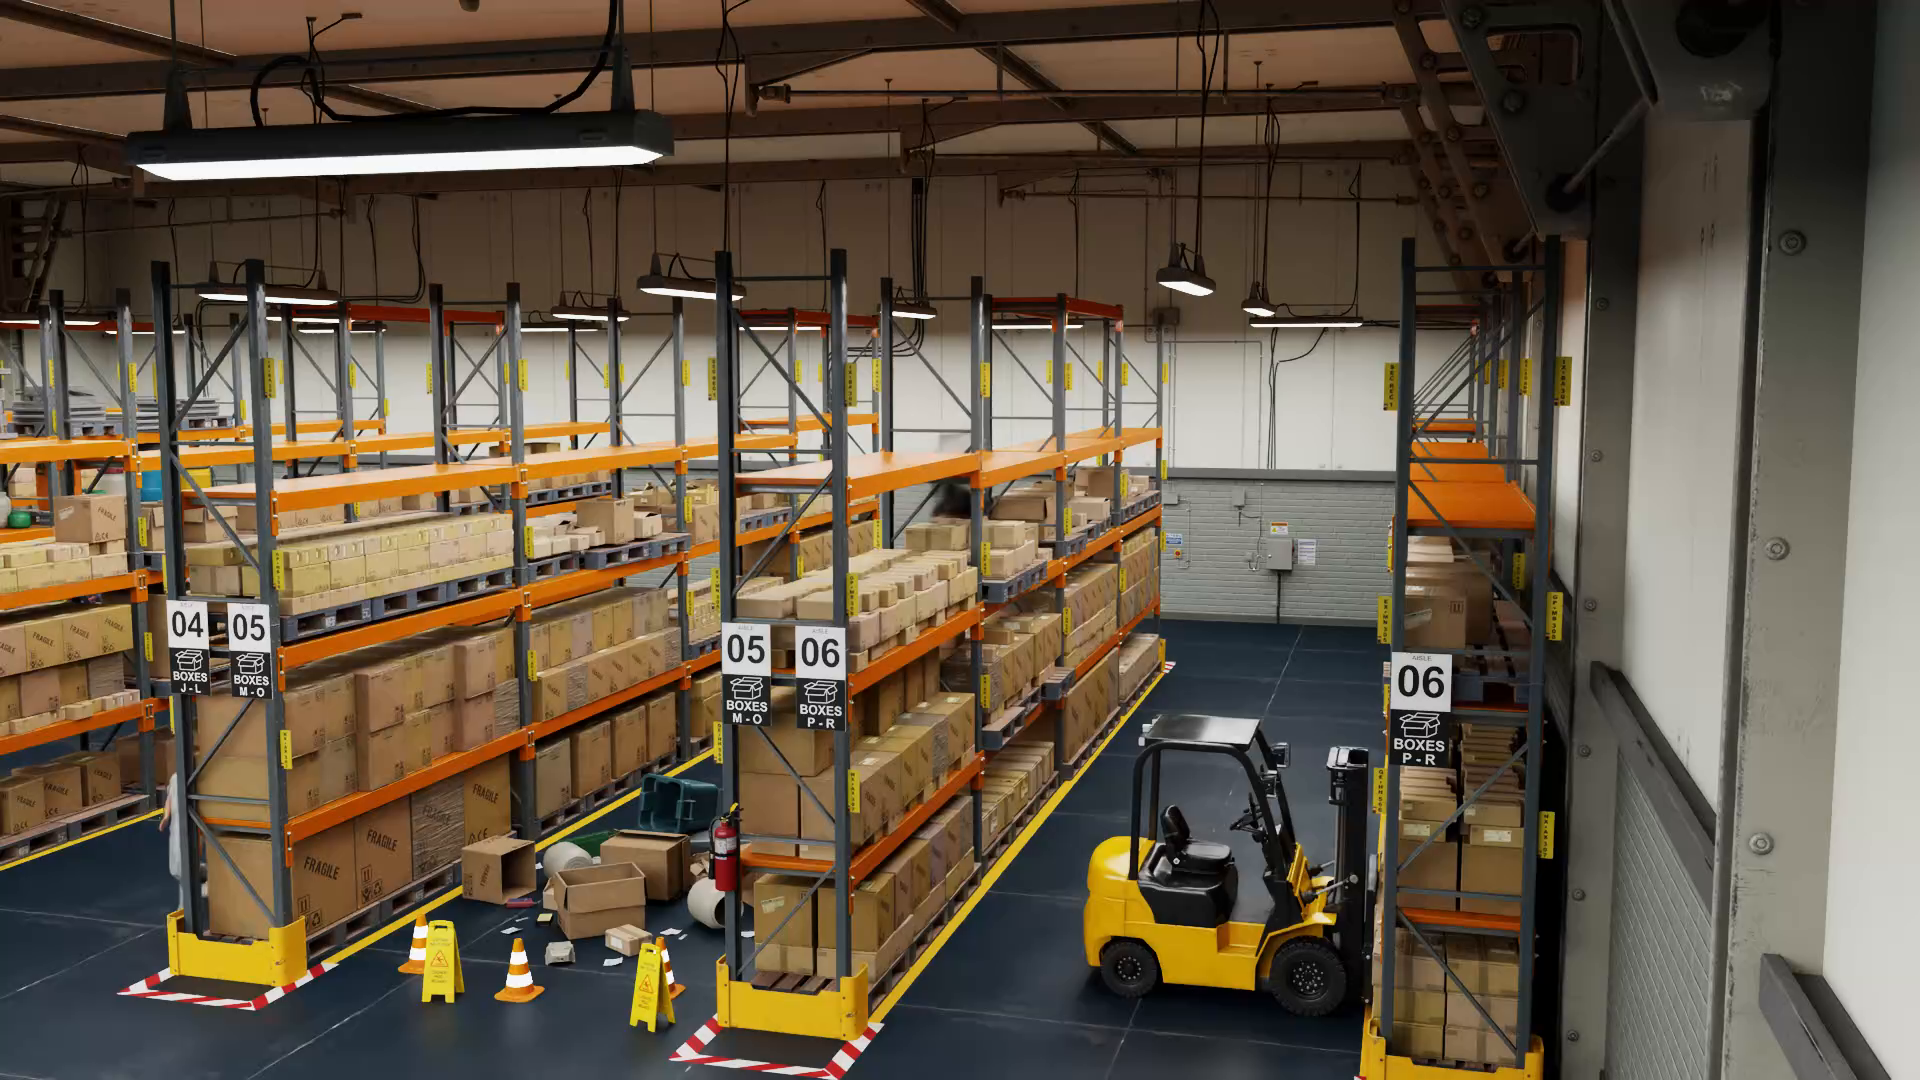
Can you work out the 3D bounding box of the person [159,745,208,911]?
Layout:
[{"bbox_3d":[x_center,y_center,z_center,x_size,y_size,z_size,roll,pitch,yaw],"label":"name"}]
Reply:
[{"bbox_3d":[-7.152,2.708,15.548,0.582,1.638,0.723,1,6,9],"label":"person"}]
